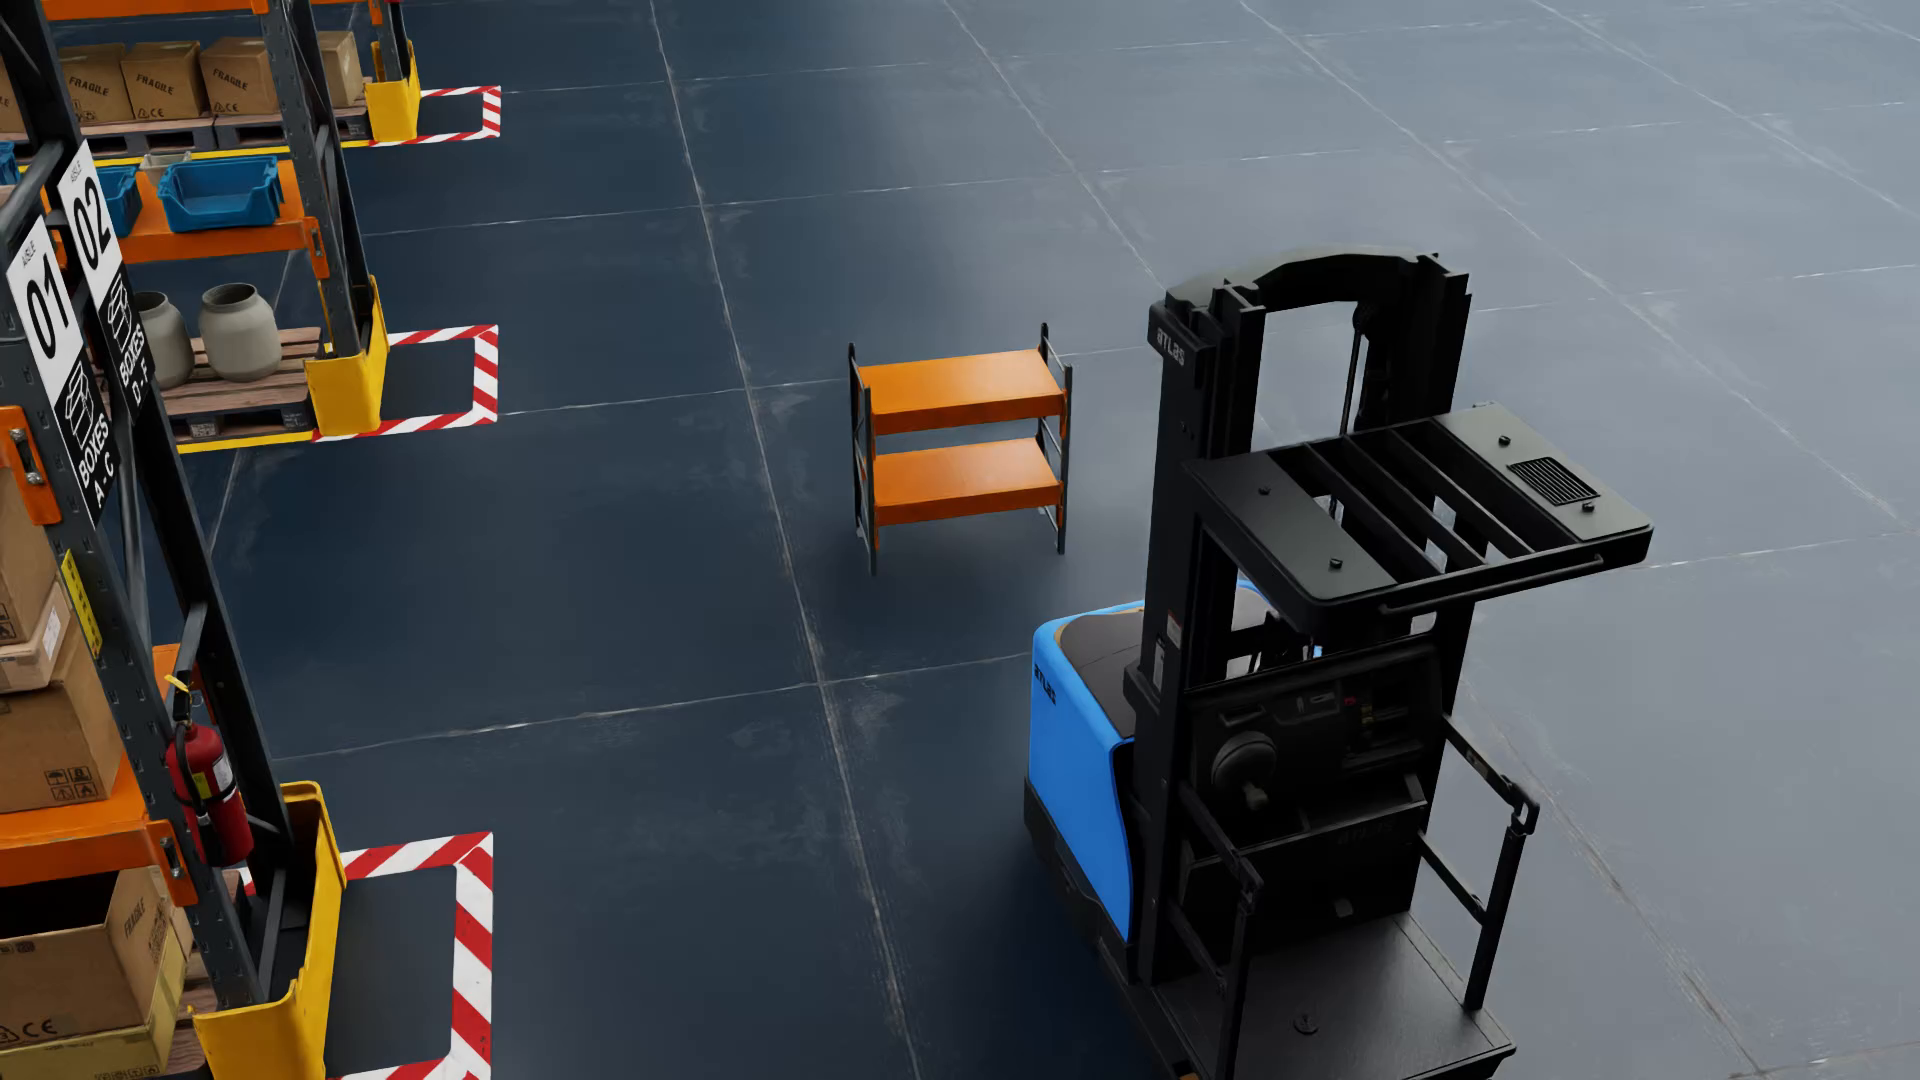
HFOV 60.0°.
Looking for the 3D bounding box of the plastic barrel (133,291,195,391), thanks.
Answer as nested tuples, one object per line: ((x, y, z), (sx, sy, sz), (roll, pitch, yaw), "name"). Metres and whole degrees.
((-4.818, -1.183, 9.900), (0.421, 0.512, 0.421), (0, 34, 0), "plastic barrel")

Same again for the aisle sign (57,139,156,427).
((-2.619, -0.788, 5.122), (0.004, 0.787, 0.394), (-7, 35, -11), "aisle sign")

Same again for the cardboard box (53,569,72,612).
((-3.045, 0.087, 5.480), (0.250, 0.149, 0.380), (-7, 35, -11), "cardboard box")

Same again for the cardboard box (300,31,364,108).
((-5.410, -3.987, 14.089), (0.500, 0.500, 0.500), (-1, 34, -2), "cardboard box")

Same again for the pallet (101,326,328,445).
((-4.561, -0.936, 10.179), (1.213, 0.211, 1.003), (-7, 35, -11), "pallet")

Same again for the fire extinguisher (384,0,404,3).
((-4.583, -4.650, 13.279), (0.183, 0.674, 0.296), (-7, 35, -11), "fire extinguisher")

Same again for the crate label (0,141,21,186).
((-5.440, -1.868, 9.032), (0.616, 0.435, 0.502), (-7, 35, -11), "crate label")

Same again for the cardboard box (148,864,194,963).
((-3.187, 1.379, 6.317), (0.500, 0.250, 0.500), (-7, 35, -11), "cardboard box")

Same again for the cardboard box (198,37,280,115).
((-5.985, -3.895, 13.951), (0.500, 0.500, 0.500), (1, 34, 2), "cardboard box")

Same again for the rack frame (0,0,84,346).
((-2.615, -2.025, 3.914), (0.127, 3.000, 1.000), (-7, 35, -11), "rack frame")

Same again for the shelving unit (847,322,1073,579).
((-0.007, -0.466, 8.658), (1.048, 1.125, 0.538), (-7, 35, -11), "shelving unit")

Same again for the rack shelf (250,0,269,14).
((-5.655, -2.927, 8.597), (4.000, 0.370, 1.077), (-7, 35, -11), "rack shelf")

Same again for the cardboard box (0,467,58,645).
((-3.125, -0.057, 5.112), (0.500, 0.500, 0.700), (-7, 35, -10), "cardboard box")

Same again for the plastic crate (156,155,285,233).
((-4.126, -1.940, 9.306), (0.616, 0.251, 0.499), (-7, 35, -11), "plastic crate")

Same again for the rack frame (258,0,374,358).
((-3.704, -2.226, 9.599), (0.127, 3.000, 1.000), (-7, 35, -11), "rack frame")

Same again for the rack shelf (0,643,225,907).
((-4.566, 1.011, 5.420), (4.000, 0.370, 1.077), (-7, 35, -11), "rack shelf")

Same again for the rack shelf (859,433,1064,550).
((-0.007, -0.263, 8.795), (1.000, 0.278, 0.538), (-7, 35, -11), "rack shelf")

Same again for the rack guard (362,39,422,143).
((-4.871, -3.871, 14.293), (0.348, 0.500, 1.175), (-7, 35, -11), "rack guard")

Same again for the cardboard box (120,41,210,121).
((-6.600, -3.828, 13.852), (0.500, 0.500, 0.500), (-4, 34, -6), "cardboard box")

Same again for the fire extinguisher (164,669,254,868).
((-2.397, 0.736, 5.253), (0.183, 0.674, 0.296), (-7, 35, -11), "fire extinguisher")

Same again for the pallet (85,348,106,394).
((-5.749, -0.788, 9.958), (1.213, 0.211, 1.003), (-7, 35, -11), "pallet")

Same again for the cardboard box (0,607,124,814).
((-3.073, 0.475, 5.483), (0.500, 0.500, 0.700), (-7, 35, -11), "cardboard box")

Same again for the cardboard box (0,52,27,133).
((-7.742, -3.665, 13.609), (0.500, 0.500, 0.500), (3, 34, 5), "cardboard box")

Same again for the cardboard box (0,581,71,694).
((-2.946, 0.306, 5.153), (0.250, 0.149, 0.380), (-8, 35, -11), "cardboard box")

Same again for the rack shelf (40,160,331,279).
((-5.655, -1.682, 9.433), (4.000, 0.370, 1.077), (-7, 35, -11), "rack shelf")

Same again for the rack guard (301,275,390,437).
((-3.768, -1.153, 10.243), (0.348, 0.500, 1.175), (-7, 35, -11), "rack guard")

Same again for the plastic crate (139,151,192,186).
((-4.648, -2.182, 9.769), (0.250, 0.136, 0.298), (-7, 35, -11), "plastic crate")

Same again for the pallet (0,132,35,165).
((-8.051, -3.370, 13.806), (1.213, 0.211, 1.003), (-7, 35, -11), "pallet")

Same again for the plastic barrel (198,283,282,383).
((-4.329, -1.245, 9.992), (0.421, 0.512, 0.421), (0, 34, 0), "plastic barrel")

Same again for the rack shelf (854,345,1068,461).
((-0.007, -0.709, 8.495), (1.000, 0.278, 0.538), (-7, 35, -11), "rack shelf")

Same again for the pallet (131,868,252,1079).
((-3.352, 1.741, 6.189), (1.213, 0.211, 1.003), (-7, 35, -11), "pallet")

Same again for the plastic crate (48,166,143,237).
((-4.761, -1.864, 9.192), (0.408, 0.251, 0.499), (-7, 35, -11), "plastic crate")

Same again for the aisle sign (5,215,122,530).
((-2.486, -0.462, 4.636), (0.004, 0.787, 0.394), (-7, 35, -11), "aisle sign")

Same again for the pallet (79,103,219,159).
((-6.859, -3.522, 14.032), (1.213, 0.211, 1.003), (-7, 35, -11), "pallet")

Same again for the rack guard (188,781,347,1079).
((-2.592, 1.501, 6.287), (0.348, 0.500, 1.175), (-7, 35, -11), "rack guard")

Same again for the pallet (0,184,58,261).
((-3.310, -0.670, 4.666), (1.213, 0.211, 1.003), (-7, 35, -11), "pallet")

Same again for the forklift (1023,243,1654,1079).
((1.257, 0.681, 5.328), (1.130, 2.935, 3.031), (-12, 36, -17), "forklift")

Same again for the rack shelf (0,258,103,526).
((-4.566, -0.235, 4.584), (4.000, 0.370, 1.077), (-7, 35, -11), "rack shelf")

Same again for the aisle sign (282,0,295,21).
((-3.568, -3.153, 8.647), (0.004, 0.787, 0.394), (-7, 35, -11), "aisle sign")

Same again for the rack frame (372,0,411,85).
((-4.797, -4.918, 13.610), (0.127, 3.000, 1.000), (-7, 35, -11), "rack frame")

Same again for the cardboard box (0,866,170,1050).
((-3.072, 1.350, 5.687), (0.500, 0.500, 0.500), (-7, 35, -11), "cardboard box")

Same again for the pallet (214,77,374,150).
((-5.671, -3.670, 14.253), (1.213, 0.211, 1.003), (-7, 35, -11), "pallet")

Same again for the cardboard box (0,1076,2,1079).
((-3.558, 1.728, 5.796), (0.500, 0.250, 0.500), (-7, 35, -11), "cardboard box")

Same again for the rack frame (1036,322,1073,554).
((0.489, -0.529, 8.751), (0.032, 1.125, 0.500), (-7, 35, -11), "rack frame")

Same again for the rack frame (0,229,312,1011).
((-2.615, 0.466, 5.586), (0.127, 3.000, 1.000), (-7, 35, -11), "rack frame")

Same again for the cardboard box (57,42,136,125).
((-7.154, -3.784, 13.786), (0.500, 0.500, 0.500), (-10, 35, -15), "cardboard box")

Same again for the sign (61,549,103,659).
((-2.509, 0.184, 4.755), (0.005, 0.325, 0.100), (-7, 35, -11), "sign")

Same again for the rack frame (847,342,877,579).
((-0.502, -0.404, 8.565), (0.032, 1.125, 0.500), (-7, 35, -11), "rack frame")

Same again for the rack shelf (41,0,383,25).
((-6.748, -4.374, 13.444), (4.000, 0.370, 1.077), (-7, 35, -11), "rack shelf")

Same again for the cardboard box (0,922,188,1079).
((-3.073, 1.660, 5.898), (0.500, 0.250, 0.500), (-7, 35, -11), "cardboard box")
